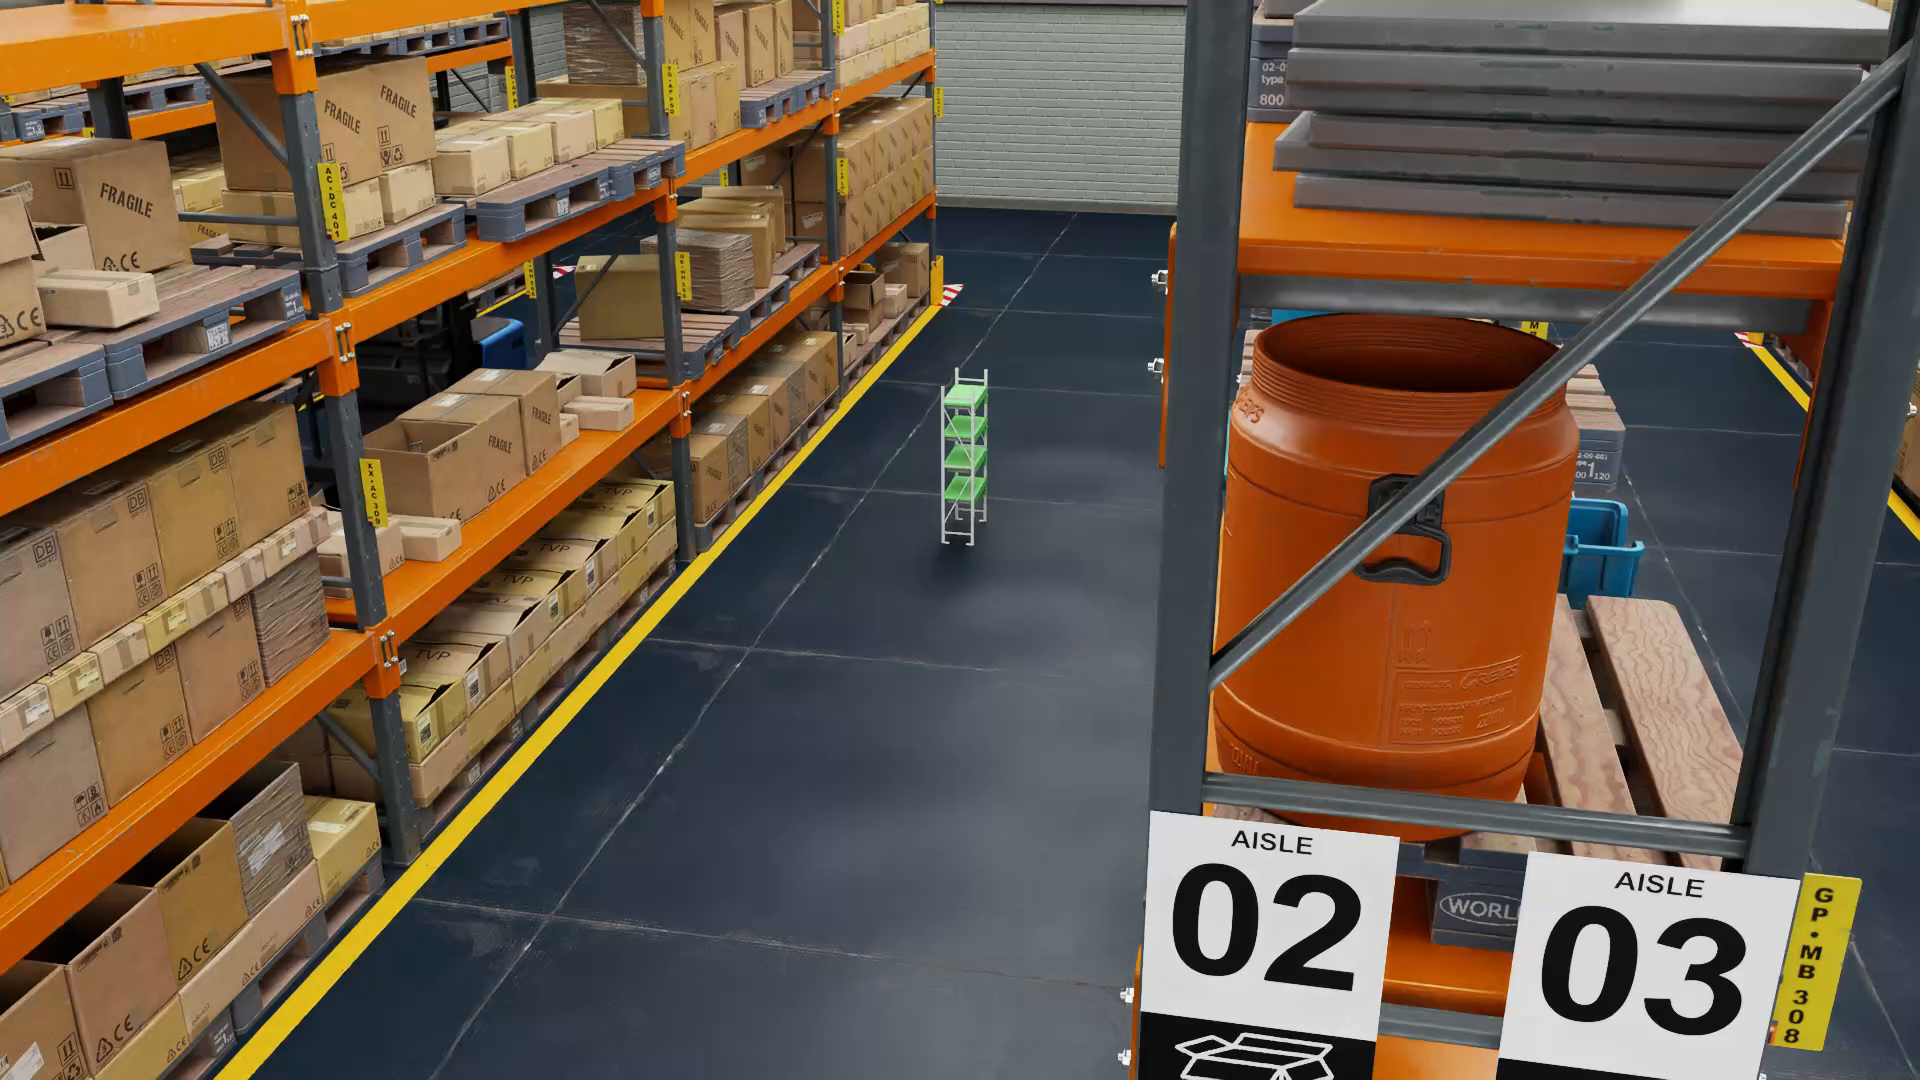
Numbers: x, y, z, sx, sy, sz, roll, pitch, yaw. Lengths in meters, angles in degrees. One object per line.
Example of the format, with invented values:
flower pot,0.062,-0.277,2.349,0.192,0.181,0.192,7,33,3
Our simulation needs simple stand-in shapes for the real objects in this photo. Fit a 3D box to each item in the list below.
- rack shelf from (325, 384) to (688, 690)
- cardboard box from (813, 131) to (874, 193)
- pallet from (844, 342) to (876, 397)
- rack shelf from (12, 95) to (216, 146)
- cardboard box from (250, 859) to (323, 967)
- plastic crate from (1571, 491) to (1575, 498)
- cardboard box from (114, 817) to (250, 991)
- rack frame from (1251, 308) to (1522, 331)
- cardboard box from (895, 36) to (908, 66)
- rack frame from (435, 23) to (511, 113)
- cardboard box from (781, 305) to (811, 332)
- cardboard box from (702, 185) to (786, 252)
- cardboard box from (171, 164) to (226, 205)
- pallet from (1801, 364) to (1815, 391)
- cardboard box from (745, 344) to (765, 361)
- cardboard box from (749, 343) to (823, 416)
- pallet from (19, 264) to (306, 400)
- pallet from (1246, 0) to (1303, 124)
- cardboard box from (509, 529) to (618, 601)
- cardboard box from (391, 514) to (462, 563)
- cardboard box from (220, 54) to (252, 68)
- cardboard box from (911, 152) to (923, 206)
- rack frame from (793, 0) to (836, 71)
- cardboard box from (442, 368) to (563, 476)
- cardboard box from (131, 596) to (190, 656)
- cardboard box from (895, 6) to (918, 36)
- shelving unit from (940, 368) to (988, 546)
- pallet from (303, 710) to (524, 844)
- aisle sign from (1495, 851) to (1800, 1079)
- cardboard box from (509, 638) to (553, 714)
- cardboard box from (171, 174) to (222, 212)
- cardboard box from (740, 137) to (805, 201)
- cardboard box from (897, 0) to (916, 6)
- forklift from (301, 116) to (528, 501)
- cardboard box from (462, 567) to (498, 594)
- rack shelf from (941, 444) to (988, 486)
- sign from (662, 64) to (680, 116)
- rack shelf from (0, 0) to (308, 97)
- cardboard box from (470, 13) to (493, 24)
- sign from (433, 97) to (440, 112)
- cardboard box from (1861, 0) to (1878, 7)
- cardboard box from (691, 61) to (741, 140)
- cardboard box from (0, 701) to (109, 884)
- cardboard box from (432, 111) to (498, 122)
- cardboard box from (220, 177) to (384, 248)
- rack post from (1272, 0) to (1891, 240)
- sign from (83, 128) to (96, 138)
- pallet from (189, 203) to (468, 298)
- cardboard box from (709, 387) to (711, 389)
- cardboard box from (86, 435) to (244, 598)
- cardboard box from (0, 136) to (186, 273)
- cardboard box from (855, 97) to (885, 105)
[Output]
rack shelf,-2.815,-0.215,9.836,1.077,0.370,4.000,4,22,11
cardboard box,-1.115,-3.593,15.788,0.500,0.500,0.500,4,22,9
pallet,-1.450,-1.701,16.295,1.003,0.211,1.213,4,22,11
rack shelf,-6.849,-3.446,13.842,1.077,0.370,4.000,4,22,11
cardboard box,-3.216,1.631,7.406,0.500,0.250,0.500,4,22,11
plastic crate,1.693,-0.090,4.899,0.243,0.136,0.396,4,22,11
cardboard box,-3.316,1.467,6.812,0.500,0.500,0.500,4,22,11
rack frame,1.625,-2.221,5.824,1.000,3.000,0.127,4,22,11
cardboard box,-0.823,-4.954,16.825,0.500,0.250,0.500,4,22,11
rack frame,-5.625,-4.583,19.717,1.000,3.000,0.127,4,22,11
cardboard box,-1.752,-2.018,16.106,0.500,0.500,0.500,4,22,11
cardboard box,-1.907,-2.828,14.665,0.700,0.500,0.500,-3,22,-7
cardboard box,-6.504,-3.098,14.468,0.500,0.250,0.500,5,22,12
pallet,8.585,-1.413,15.580,1.003,0.211,1.213,4,22,11
cardboard box,-2.026,-1.434,14.655,0.500,0.500,0.500,5,22,12
cardboard box,-1.520,-1.405,14.585,0.500,0.500,0.500,5,22,11
pallet,-3.372,-0.854,6.562,1.003,0.211,1.213,4,22,11
pallet,1.237,-1.197,4.069,1.003,0.211,1.213,4,22,11
cardboard box,-2.478,0.125,10.395,0.500,0.311,0.500,4,22,11
cardboard box,-2.842,-0.010,8.698,0.380,0.149,0.250,4,22,11
cardboard box,-6.728,-4.448,14.645,0.700,0.500,0.500,3,22,8
cardboard box,-0.702,-3.878,17.834,0.500,0.500,0.500,5,22,11
rack frame,-1.591,-5.526,14.029,1.000,3.000,0.127,4,22,11
cardboard box,-2.734,-0.712,9.972,0.500,0.500,0.500,3,22,8
cardboard box,-3.279,0.323,6.534,0.380,0.149,0.250,4,22,11
cardboard box,-0.732,-5.370,17.188,0.500,0.250,0.500,4,22,11
shelving unit,0.034,-0.617,12.280,0.258,1.200,0.503,4,22,11
pallet,-3.111,1.203,9.083,1.003,0.211,1.213,4,22,11
aisle sign,1.081,0.867,2.706,0.394,0.787,0.004,4,22,11
cardboard box,-2.690,0.758,9.575,0.500,0.250,0.500,4,22,9
cardboard box,-6.607,-2.912,14.005,0.500,0.250,0.500,4,22,10
cardboard box,-1.741,-3.458,15.453,0.500,0.500,0.500,5,22,11
cardboard box,-0.864,-5.919,17.547,0.700,0.500,0.500,4,22,11
forklift,-4.485,-1.737,12.742,1.130,2.935,3.031,4,22,11
cardboard box,-3.111,0.276,10.020,0.500,0.311,0.500,4,22,10
rack shelf,0.034,-0.558,12.304,0.258,0.148,0.480,4,22,11
sign,-1.865,-2.903,10.734,0.100,0.325,0.005,4,22,11
rack shelf,-3.631,-1.350,5.158,1.077,0.370,4.000,4,22,11
cardboard box,-5.515,-5.857,18.372,0.500,0.250,0.500,5,23,13
sign,-6.167,-5.065,19.651,0.100,0.325,0.005,4,22,11
cardboard box,8.636,-4.738,15.257,0.700,0.500,0.500,4,22,9
cardboard box,-2.141,-3.257,12.277,0.910,0.500,0.500,4,22,11
cardboard box,-3.619,0.863,6.062,0.700,0.500,0.500,5,23,13
cardboard box,-5.719,-4.534,19.196,0.980,0.700,0.700,5,23,13
cardboard box,-3.088,-1.559,7.832,0.500,0.250,0.500,7,23,16
rack post,1.088,-0.793,2.947,0.937,0.300,0.954,7,23,17
sign,-3.757,-1.633,7.264,0.100,0.325,0.005,4,22,11
pallet,-3.056,-1.444,8.164,0.805,0.209,1.217,4,22,9
cardboard box,-2.234,-1.428,13.638,0.500,0.250,0.500,4,22,10
cardboard box,-3.410,-0.118,6.761,0.700,0.500,0.500,4,22,11
cardboard box,-3.584,-1.351,6.794,0.500,0.500,0.500,6,23,15
cardboard box,-1.123,-4.574,18.224,0.500,0.500,0.500,5,23,13
